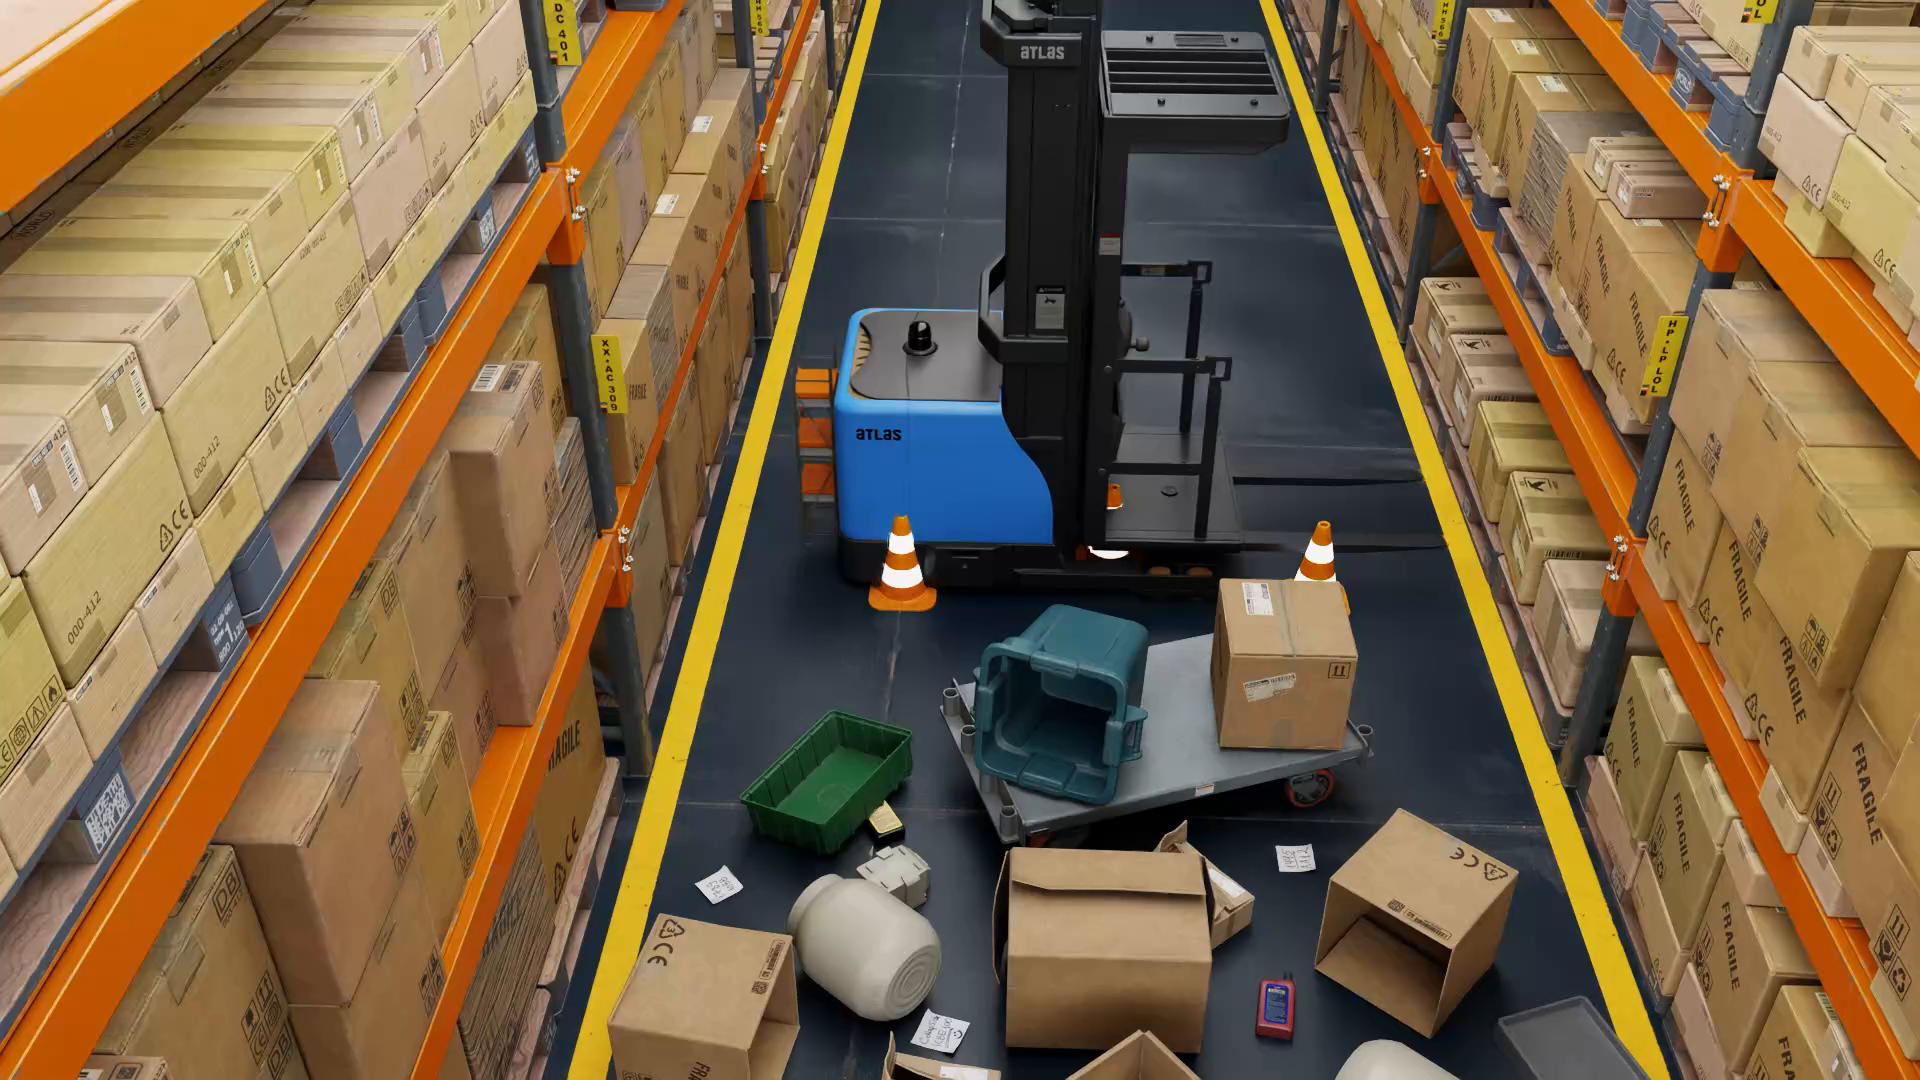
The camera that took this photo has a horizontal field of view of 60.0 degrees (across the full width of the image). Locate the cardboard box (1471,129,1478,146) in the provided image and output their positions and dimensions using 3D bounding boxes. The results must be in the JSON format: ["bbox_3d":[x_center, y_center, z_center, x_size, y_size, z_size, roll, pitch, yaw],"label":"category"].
[{"bbox_3d":[3.021,-2.202,9.073,0.380,0.149,0.250,-1,35,-1],"label":"cardboard box"}]

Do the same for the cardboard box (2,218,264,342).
[{"bbox_3d":[-1.623,-0.515,3.284,0.380,0.149,0.250,1,35,1],"label":"cardboard box"}]

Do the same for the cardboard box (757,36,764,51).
[{"bbox_3d":[-1.445,-3.164,10.442,0.380,0.149,0.250,3,35,4],"label":"cardboard box"}]

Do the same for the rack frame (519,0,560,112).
[{"bbox_3d":[-1.846,-2.689,4.696,1.000,3.000,0.127,1,35,2],"label":"rack frame"}]

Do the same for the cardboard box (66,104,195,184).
[{"bbox_3d":[-2.184,-0.881,4.151,0.500,0.250,0.500,1,35,1],"label":"cardboard box"}]

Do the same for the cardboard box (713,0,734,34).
[{"bbox_3d":[-1.473,-3.109,9.847,0.380,0.149,0.250,1,35,2],"label":"cardboard box"}]

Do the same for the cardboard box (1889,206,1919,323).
[{"bbox_3d":[2.768,-0.636,4.254,0.500,0.250,0.500,2,35,2],"label":"cardboard box"}]

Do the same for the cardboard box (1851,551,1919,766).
[{"bbox_3d":[2.850,0.380,4.331,0.700,0.500,0.500,1,35,2],"label":"cardboard box"}]

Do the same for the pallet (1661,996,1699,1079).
[{"bbox_3d":[3.066,2.052,5.593,1.003,0.211,1.213,1,35,2],"label":"pallet"}]

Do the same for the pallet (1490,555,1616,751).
[{"bbox_3d":[3.134,0.515,7.779,1.003,0.211,1.213,1,35,2],"label":"pallet"}]

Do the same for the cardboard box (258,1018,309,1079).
[{"bbox_3d":[-2.037,1.471,3.863,0.875,0.550,0.550,1,35,2],"label":"cardboard box"}]

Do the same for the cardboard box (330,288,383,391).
[{"bbox_3d":[-1.602,-0.478,3.925,0.380,0.149,0.250,1,35,2],"label":"cardboard box"}]

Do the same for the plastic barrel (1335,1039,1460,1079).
[{"bbox_3d":[1.514,1.952,5.550,0.512,0.421,0.421,28,44,33],"label":"plastic barrel"}]

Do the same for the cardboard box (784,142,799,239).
[{"bbox_3d":[-1.385,-2.371,11.270,0.500,0.500,0.500,2,35,2],"label":"cardboard box"}]

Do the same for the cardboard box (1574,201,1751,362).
[{"bbox_3d":[2.912,-1.069,6.897,0.500,0.500,0.500,2,35,2],"label":"cardboard box"}]

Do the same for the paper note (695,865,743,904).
[{"bbox_3d":[-0.968,1.387,6.695,0.147,0.020,0.142,-24,42,-30],"label":"paper note"}]

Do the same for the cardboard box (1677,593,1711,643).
[{"bbox_3d":[2.813,0.244,5.958,0.380,0.149,0.250,2,35,3],"label":"cardboard box"}]

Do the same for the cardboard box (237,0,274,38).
[{"bbox_3d":[-2.210,-1.550,4.757,0.380,0.149,0.250,1,35,1],"label":"cardboard box"}]

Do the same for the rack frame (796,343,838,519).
[{"bbox_3d":[-0.712,-0.544,8.557,0.200,1.050,0.008,1,35,2],"label":"rack frame"}]

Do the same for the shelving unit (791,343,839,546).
[{"bbox_3d":[-0.716,-0.474,8.457,0.215,1.050,0.252,1,35,2],"label":"shelving unit"}]

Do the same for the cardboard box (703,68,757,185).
[{"bbox_3d":[-1.435,-2.309,9.285,0.500,0.500,0.500,1,35,2],"label":"cardboard box"}]

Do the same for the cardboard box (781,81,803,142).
[{"bbox_3d":[-1.363,-2.955,11.448,0.500,0.250,0.500,2,35,2],"label":"cardboard box"}]

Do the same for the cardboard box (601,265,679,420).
[{"bbox_3d":[-1.537,-0.862,7.226,0.500,0.500,0.500,2,35,2],"label":"cardboard box"}]

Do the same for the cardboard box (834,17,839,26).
[{"bbox_3d":[-1.260,-4.482,14.579,0.380,0.149,0.250,1,35,1],"label":"cardboard box"}]

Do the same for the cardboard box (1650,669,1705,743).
[{"bbox_3d":[2.746,0.606,6.035,0.380,0.149,0.250,2,35,3],"label":"cardboard box"}]

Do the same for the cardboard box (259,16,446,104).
[{"bbox_3d":[-1.574,-1.248,4.326,0.380,0.149,0.250,2,35,3],"label":"cardboard box"}]

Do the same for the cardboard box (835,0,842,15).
[{"bbox_3d":[-1.248,-4.760,14.715,0.380,0.149,0.250,3,35,4],"label":"cardboard box"}]

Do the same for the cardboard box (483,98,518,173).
[{"bbox_3d":[-1.551,-1.211,4.967,0.380,0.149,0.250,2,35,3],"label":"cardboard box"}]

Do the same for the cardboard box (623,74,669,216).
[{"bbox_3d":[-1.771,-1.846,7.757,0.700,0.500,0.500,1,35,1],"label":"cardboard box"}]

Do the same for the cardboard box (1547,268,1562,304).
[{"bbox_3d":[2.904,-1.135,7.556,0.380,0.149,0.250,1,35,2],"label":"cardboard box"}]

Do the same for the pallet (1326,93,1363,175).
[{"bbox_3d":[3.470,-3.189,13.050,1.003,0.211,1.213,1,35,2],"label":"pallet"}]

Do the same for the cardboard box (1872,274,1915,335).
[{"bbox_3d":[2.831,-0.693,4.682,0.380,0.149,0.250,2,35,3],"label":"cardboard box"}]

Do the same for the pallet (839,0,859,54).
[{"bbox_3d":[-1.487,-4.780,15.313,1.003,0.211,1.213,1,35,2],"label":"pallet"}]

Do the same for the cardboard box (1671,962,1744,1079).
[{"bbox_3d":[2.782,1.719,5.667,0.500,0.250,0.500,1,35,1],"label":"cardboard box"}]

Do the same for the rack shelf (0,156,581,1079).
[{"bbox_3d":[-1.926,-0.019,4.130,1.077,0.370,4.000,1,35,2],"label":"rack shelf"}]

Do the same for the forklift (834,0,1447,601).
[{"bbox_3d":[0.921,-1.211,7.870,3.031,2.935,1.130,1,35,2],"label":"forklift"}]

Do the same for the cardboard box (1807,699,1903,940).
[{"bbox_3d":[2.777,0.773,4.641,0.500,0.500,0.500,2,35,2],"label":"cardboard box"}]

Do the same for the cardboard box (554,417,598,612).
[{"bbox_3d":[-1.849,-0.084,6.076,0.875,0.550,0.550,1,35,2],"label":"cardboard box"}]

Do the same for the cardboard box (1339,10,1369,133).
[{"bbox_3d":[3.480,-3.719,12.862,0.875,0.875,0.875,2,35,3],"label":"cardboard box"}]

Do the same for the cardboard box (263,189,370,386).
[{"bbox_3d":[-1.671,-0.578,3.720,0.500,0.250,0.500,1,35,2],"label":"cardboard box"}]

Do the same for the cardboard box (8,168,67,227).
[{"bbox_3d":[-2.261,-0.823,3.722,0.380,0.149,0.250,1,35,2],"label":"cardboard box"}]

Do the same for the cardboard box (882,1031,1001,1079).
[{"bbox_3d":[-0.075,1.914,5.742,0.396,0.266,0.258,7,36,10],"label":"cardboard box"}]

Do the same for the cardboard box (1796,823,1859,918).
[{"bbox_3d":[2.728,0.978,4.914,0.380,0.149,0.250,1,35,2],"label":"cardboard box"}]

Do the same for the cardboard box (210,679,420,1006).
[{"bbox_3d":[-1.865,0.711,4.006,0.875,0.550,0.550,1,35,2],"label":"cardboard box"}]

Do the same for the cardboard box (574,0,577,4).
[{"bbox_3d":[-1.557,-2.162,6.321,0.250,0.149,0.380,1,35,2],"label":"cardboard box"}]

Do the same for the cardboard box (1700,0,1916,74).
[{"bbox_3d":[2.983,-1.855,5.883,0.500,0.250,0.500,1,35,1],"label":"cardboard box"}]

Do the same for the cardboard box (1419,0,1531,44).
[{"bbox_3d":[3.024,-3.230,9.726,0.500,0.500,0.500,0,35,1],"label":"cardboard box"}]

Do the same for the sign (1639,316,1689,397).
[{"bbox_3d":[2.549,-0.663,6.023,0.100,0.325,0.005,1,35,2],"label":"sign"}]

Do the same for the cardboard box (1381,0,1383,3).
[{"bbox_3d":[3.068,-3.792,11.178,0.500,0.250,0.500,0,35,0],"label":"cardboard box"}]

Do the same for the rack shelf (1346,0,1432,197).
[{"bbox_3d":[3.345,-3.331,11.453,1.077,0.370,4.000,1,35,2],"label":"rack shelf"}]

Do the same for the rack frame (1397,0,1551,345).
[{"bbox_3d":[3.265,-2.477,9.611,1.000,3.000,0.127,1,35,2],"label":"rack frame"}]

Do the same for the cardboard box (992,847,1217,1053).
[{"bbox_3d":[0.513,1.480,6.034,0.797,0.637,0.503,1,35,2],"label":"cardboard box"}]

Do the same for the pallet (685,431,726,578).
[{"bbox_3d":[-1.844,-0.242,8.856,1.003,0.211,1.213,1,35,2],"label":"pallet"}]

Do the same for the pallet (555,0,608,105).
[{"bbox_3d":[-1.859,-1.912,6.365,0.805,0.209,1.217,0,35,0],"label":"pallet"}]

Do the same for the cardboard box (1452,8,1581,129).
[{"bbox_3d":[3.015,-2.558,9.016,0.500,0.500,0.500,0,35,1],"label":"cardboard box"}]

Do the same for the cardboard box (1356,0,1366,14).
[{"bbox_3d":[3.088,-3.875,11.732,0.500,0.250,0.500,1,35,2],"label":"cardboard box"}]

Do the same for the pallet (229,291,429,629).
[{"bbox_3d":[-1.941,-0.257,3.921,1.003,0.211,1.213,1,35,2],"label":"pallet"}]

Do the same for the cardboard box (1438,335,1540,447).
[{"bbox_3d":[3.210,-0.825,9.181,0.950,0.372,0.625,1,35,1],"label":"cardboard box"}]

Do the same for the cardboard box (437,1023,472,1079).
[{"bbox_3d":[-2.012,1.864,4.917,0.875,0.875,0.875,1,35,1],"label":"cardboard box"}]

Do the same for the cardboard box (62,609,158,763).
[{"bbox_3d":[-1.653,0.246,2.894,0.380,0.149,0.250,1,35,2],"label":"cardboard box"}]
